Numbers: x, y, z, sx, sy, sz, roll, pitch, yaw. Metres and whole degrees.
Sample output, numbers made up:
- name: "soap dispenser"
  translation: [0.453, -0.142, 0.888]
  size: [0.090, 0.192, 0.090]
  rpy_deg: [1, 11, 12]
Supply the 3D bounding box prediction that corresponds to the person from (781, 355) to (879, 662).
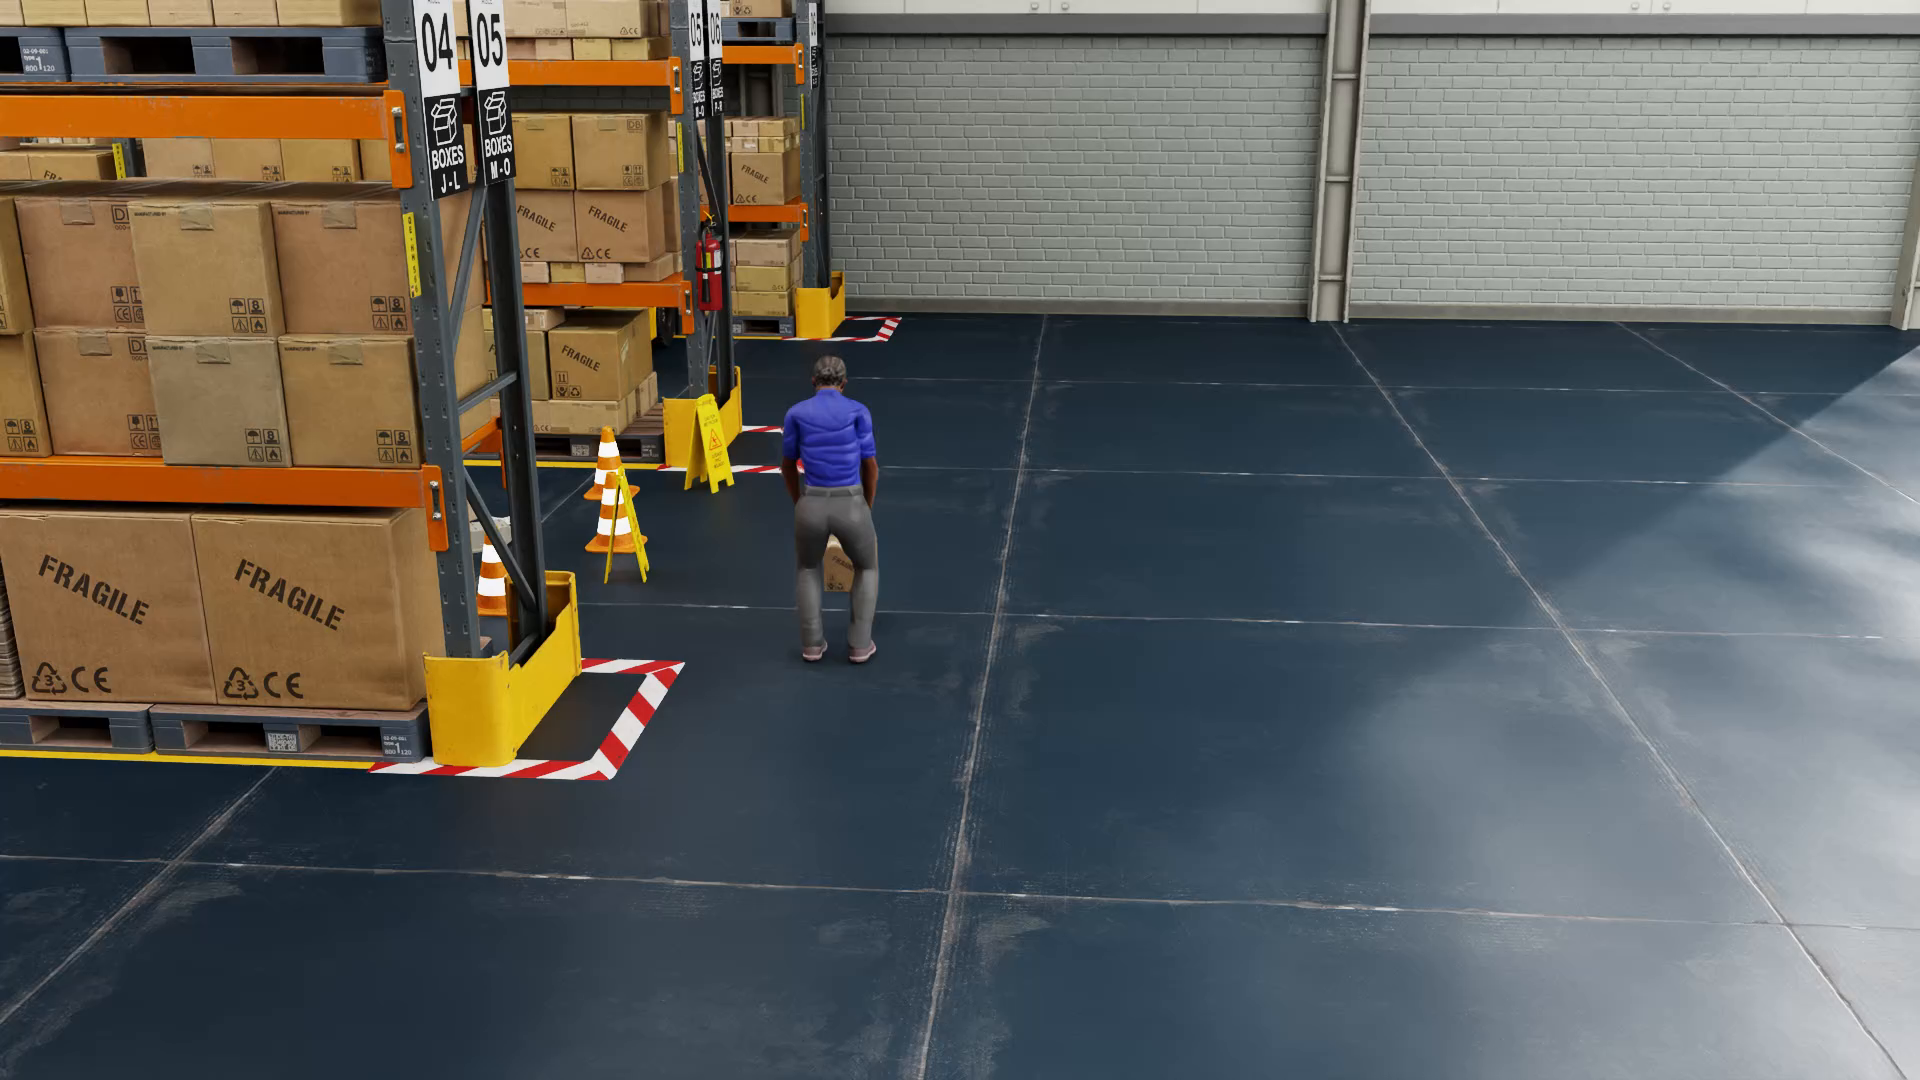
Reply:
- name: "person"
  translation: [-0.651, -0.139, 8.268]
  size: [0.484, 1.507, 0.513]
  rpy_deg: [2, 18, 5]
